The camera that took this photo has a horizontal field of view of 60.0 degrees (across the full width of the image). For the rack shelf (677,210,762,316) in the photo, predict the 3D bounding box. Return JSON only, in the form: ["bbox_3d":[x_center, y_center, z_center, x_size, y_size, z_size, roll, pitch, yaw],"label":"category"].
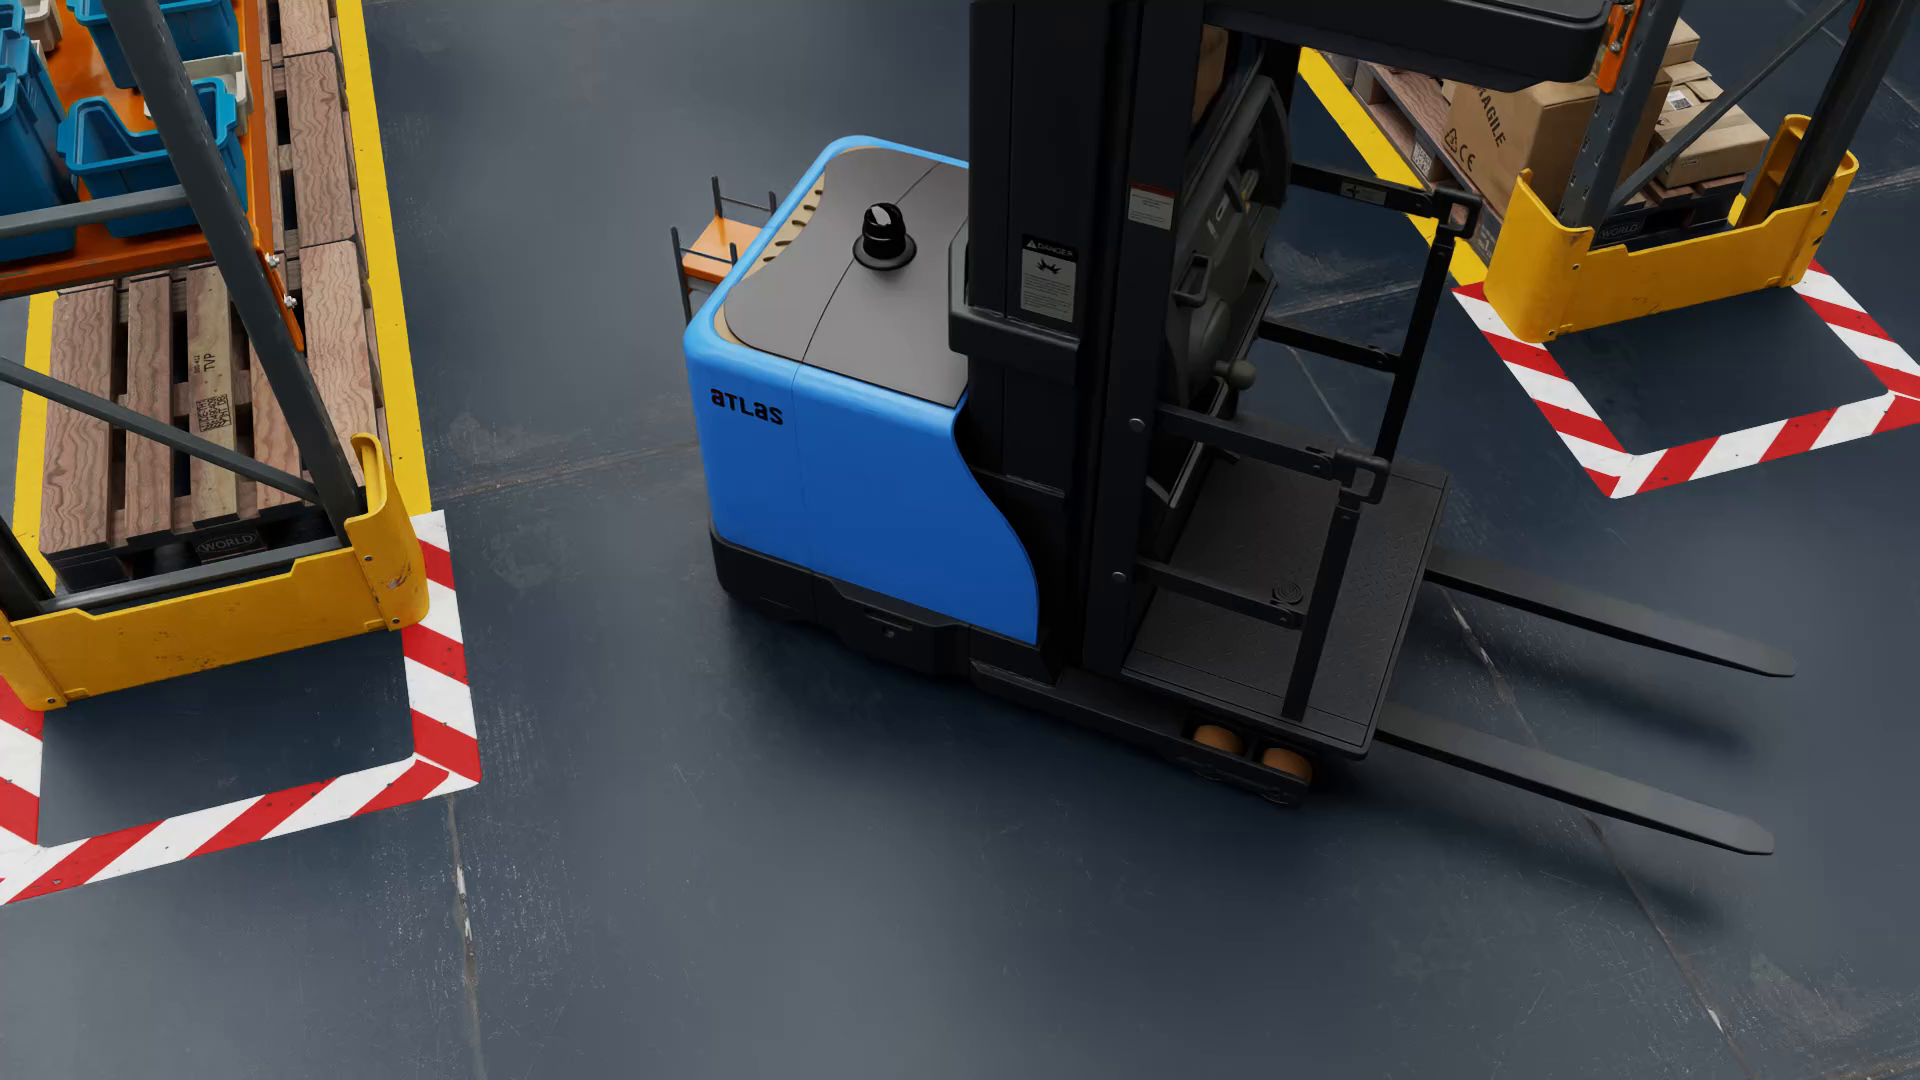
[{"bbox_3d":[-0.663,-0.764,4.850,0.215,0.259,0.240,17,52,14],"label":"rack shelf"}]

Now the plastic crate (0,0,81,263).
[{"bbox_3d":[-2.509,-0.961,4.036,0.616,0.435,0.499,-13,51,-11],"label":"plastic crate"}]

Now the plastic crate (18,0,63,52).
[{"bbox_3d":[-2.717,-1.432,4.629,0.396,0.136,0.243,-13,51,-11],"label":"plastic crate"}]

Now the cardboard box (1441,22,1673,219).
[{"bbox_3d":[2.105,-1.523,5.919,0.500,0.500,0.500,-13,51,-11],"label":"cardboard box"}]

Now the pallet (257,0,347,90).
[{"bbox_3d":[-3.160,-2.222,6.986,1.003,0.211,1.213,-13,51,-11],"label":"pallet"}]

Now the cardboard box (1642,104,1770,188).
[{"bbox_3d":[2.706,-1.452,6.089,0.380,0.149,0.250,-13,51,-11],"label":"cardboard box"}]

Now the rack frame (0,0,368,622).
[{"bbox_3d":[-2.231,-0.728,3.902,1.000,3.000,0.127,-13,51,-11],"label":"rack frame"}]

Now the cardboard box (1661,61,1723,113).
[{"bbox_3d":[2.632,-1.640,6.236,0.380,0.166,0.250,-13,51,-11],"label":"cardboard box"}]

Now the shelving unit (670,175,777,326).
[{"bbox_3d":[-0.663,-0.588,5.059,0.215,1.050,0.252,17,52,14],"label":"shelving unit"}]

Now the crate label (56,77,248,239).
[{"bbox_3d":[-1.990,-0.948,4.158,0.416,0.233,0.303,-13,51,-11],"label":"crate label"}]

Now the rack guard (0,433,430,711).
[{"bbox_3d":[-2.212,0.092,4.845,1.175,0.500,0.348,-13,51,-11],"label":"rack guard"}]

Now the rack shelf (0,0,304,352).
[{"bbox_3d":[-2.823,-1.957,5.408,1.077,0.370,4.000,-13,51,-11],"label":"rack shelf"}]

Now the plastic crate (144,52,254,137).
[{"bbox_3d":[-2.006,-1.170,4.408,0.250,0.136,0.298,-13,51,-11],"label":"plastic crate"}]

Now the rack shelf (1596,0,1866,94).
[{"bbox_3d":[1.910,-3.074,6.350,1.077,0.370,4.000,-13,51,-11],"label":"rack shelf"}]

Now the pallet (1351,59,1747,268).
[{"bbox_3d":[2.242,-1.584,6.447,1.003,0.211,1.213,-13,51,-11],"label":"pallet"}]

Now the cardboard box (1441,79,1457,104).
[{"bbox_3d":[2.072,-1.731,6.313,0.380,0.166,0.250,-13,51,-11],"label":"cardboard box"}]

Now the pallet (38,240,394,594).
[{"bbox_3d":[-2.438,-0.440,5.483,1.003,0.211,1.213,-13,51,-11],"label":"pallet"}]

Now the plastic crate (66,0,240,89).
[{"bbox_3d":[-2.185,-1.429,4.563,0.416,0.233,0.300,-13,51,-11],"label":"plastic crate"}]

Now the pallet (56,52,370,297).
[{"bbox_3d":[-2.795,-1.330,6.233,1.003,0.211,1.213,-13,51,-11],"label":"pallet"}]

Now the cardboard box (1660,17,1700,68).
[{"bbox_3d":[2.464,-1.927,6.424,0.500,0.250,0.500,-13,51,-11],"label":"cardboard box"}]

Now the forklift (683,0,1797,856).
[{"bbox_3d":[0.826,-0.677,3.904,3.031,2.935,1.130,18,52,15],"label":"forklift"}]

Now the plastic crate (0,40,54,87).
[{"bbox_3d":[-2.645,-1.217,4.447,0.396,0.136,0.243,-13,51,-11],"label":"plastic crate"}]

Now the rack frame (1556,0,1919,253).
[{"bbox_3d":[2.502,-1.845,4.844,1.000,3.000,0.127,-13,51,-11],"label":"rack frame"}]

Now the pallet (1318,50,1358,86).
[{"bbox_3d":[1.885,-2.473,7.197,1.003,0.211,1.213,-13,51,-11],"label":"pallet"}]

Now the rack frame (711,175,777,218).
[{"bbox_3d":[-0.617,-0.674,5.132,0.200,1.050,0.008,17,52,14],"label":"rack frame"}]

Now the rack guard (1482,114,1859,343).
[{"bbox_3d":[2.479,-1.095,5.846,1.175,0.500,0.348,-13,51,-11],"label":"rack guard"}]

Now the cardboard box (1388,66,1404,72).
[{"bbox_3d":[1.853,-2.143,6.605,0.500,0.250,0.500,-13,51,-11],"label":"cardboard box"}]

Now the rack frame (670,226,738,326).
[{"bbox_3d":[-0.709,-0.501,4.986,0.200,1.050,0.008,17,52,14],"label":"rack frame"}]
